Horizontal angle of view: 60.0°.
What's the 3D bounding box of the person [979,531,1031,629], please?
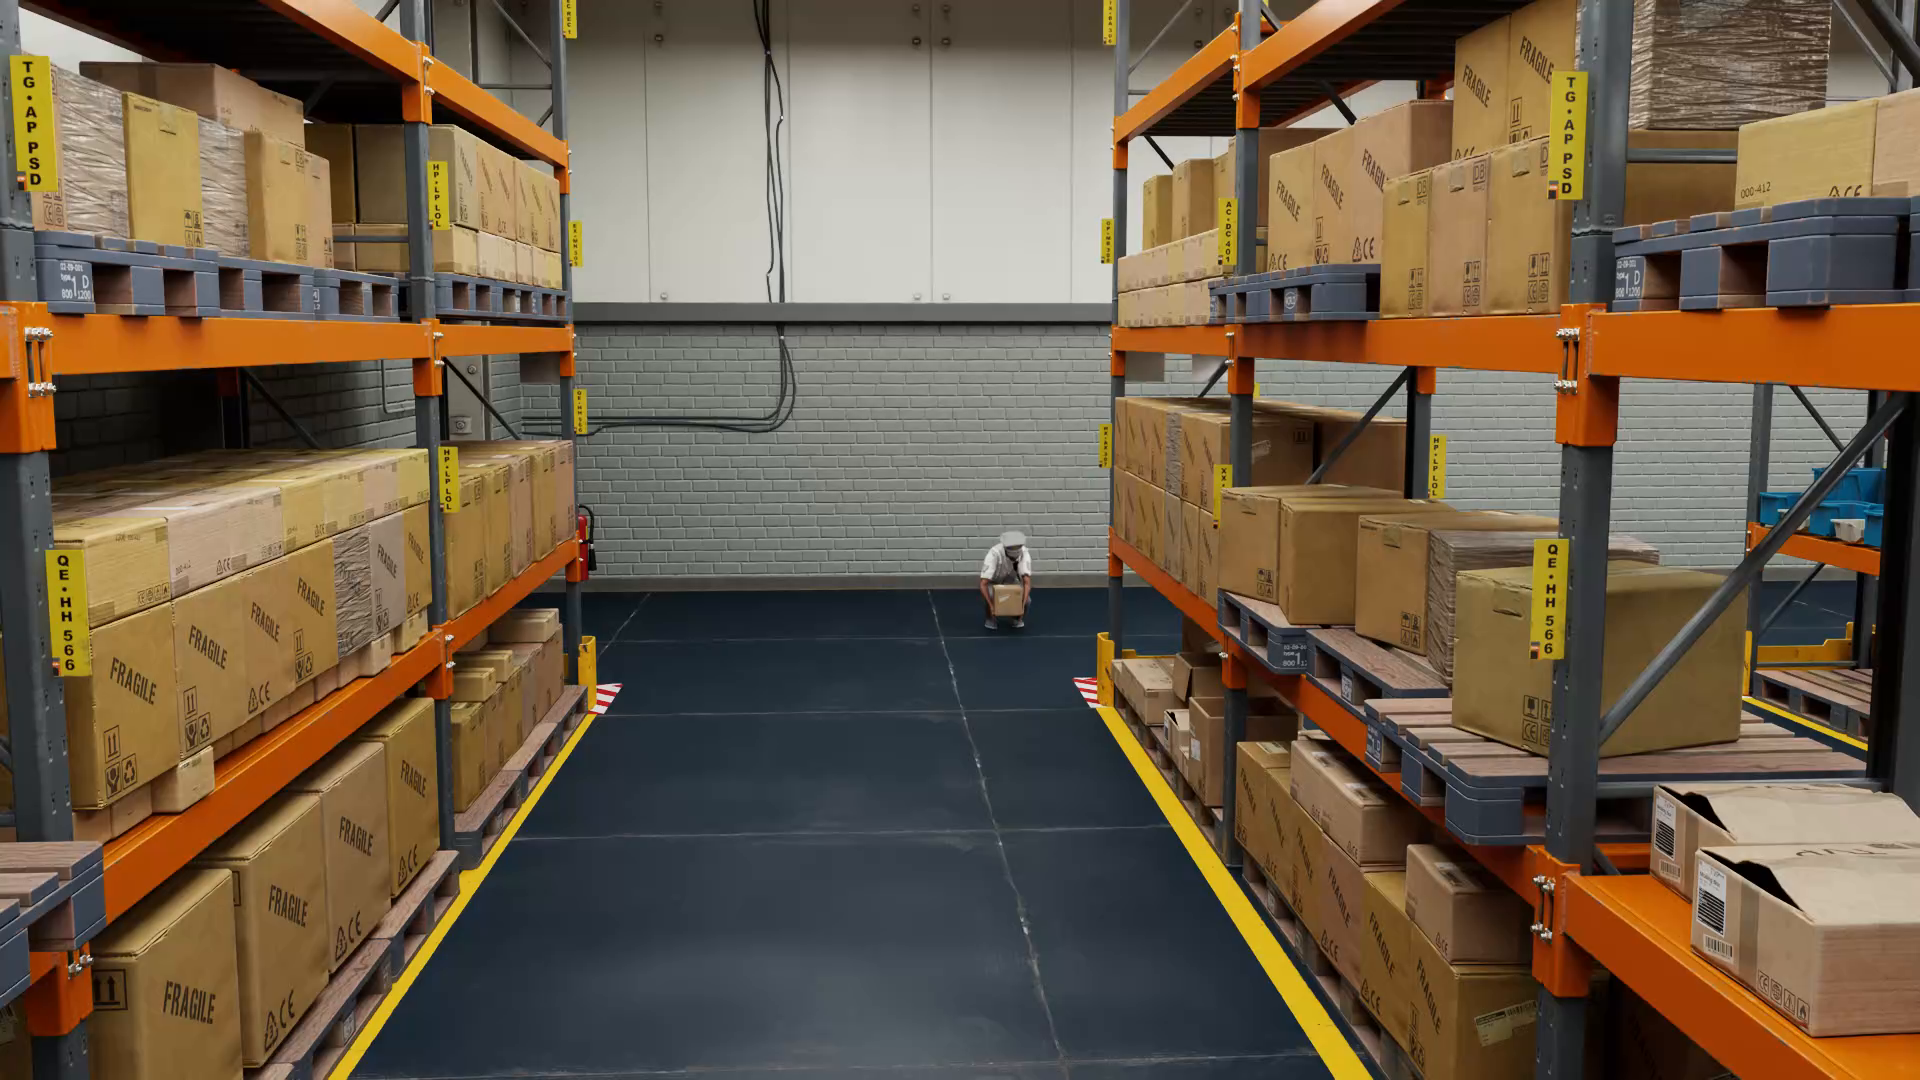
[{"bbox_3d":[0.413,0.373,15.680,0.502,0.957,0.834,-1,7,-4],"label":"person"}]
